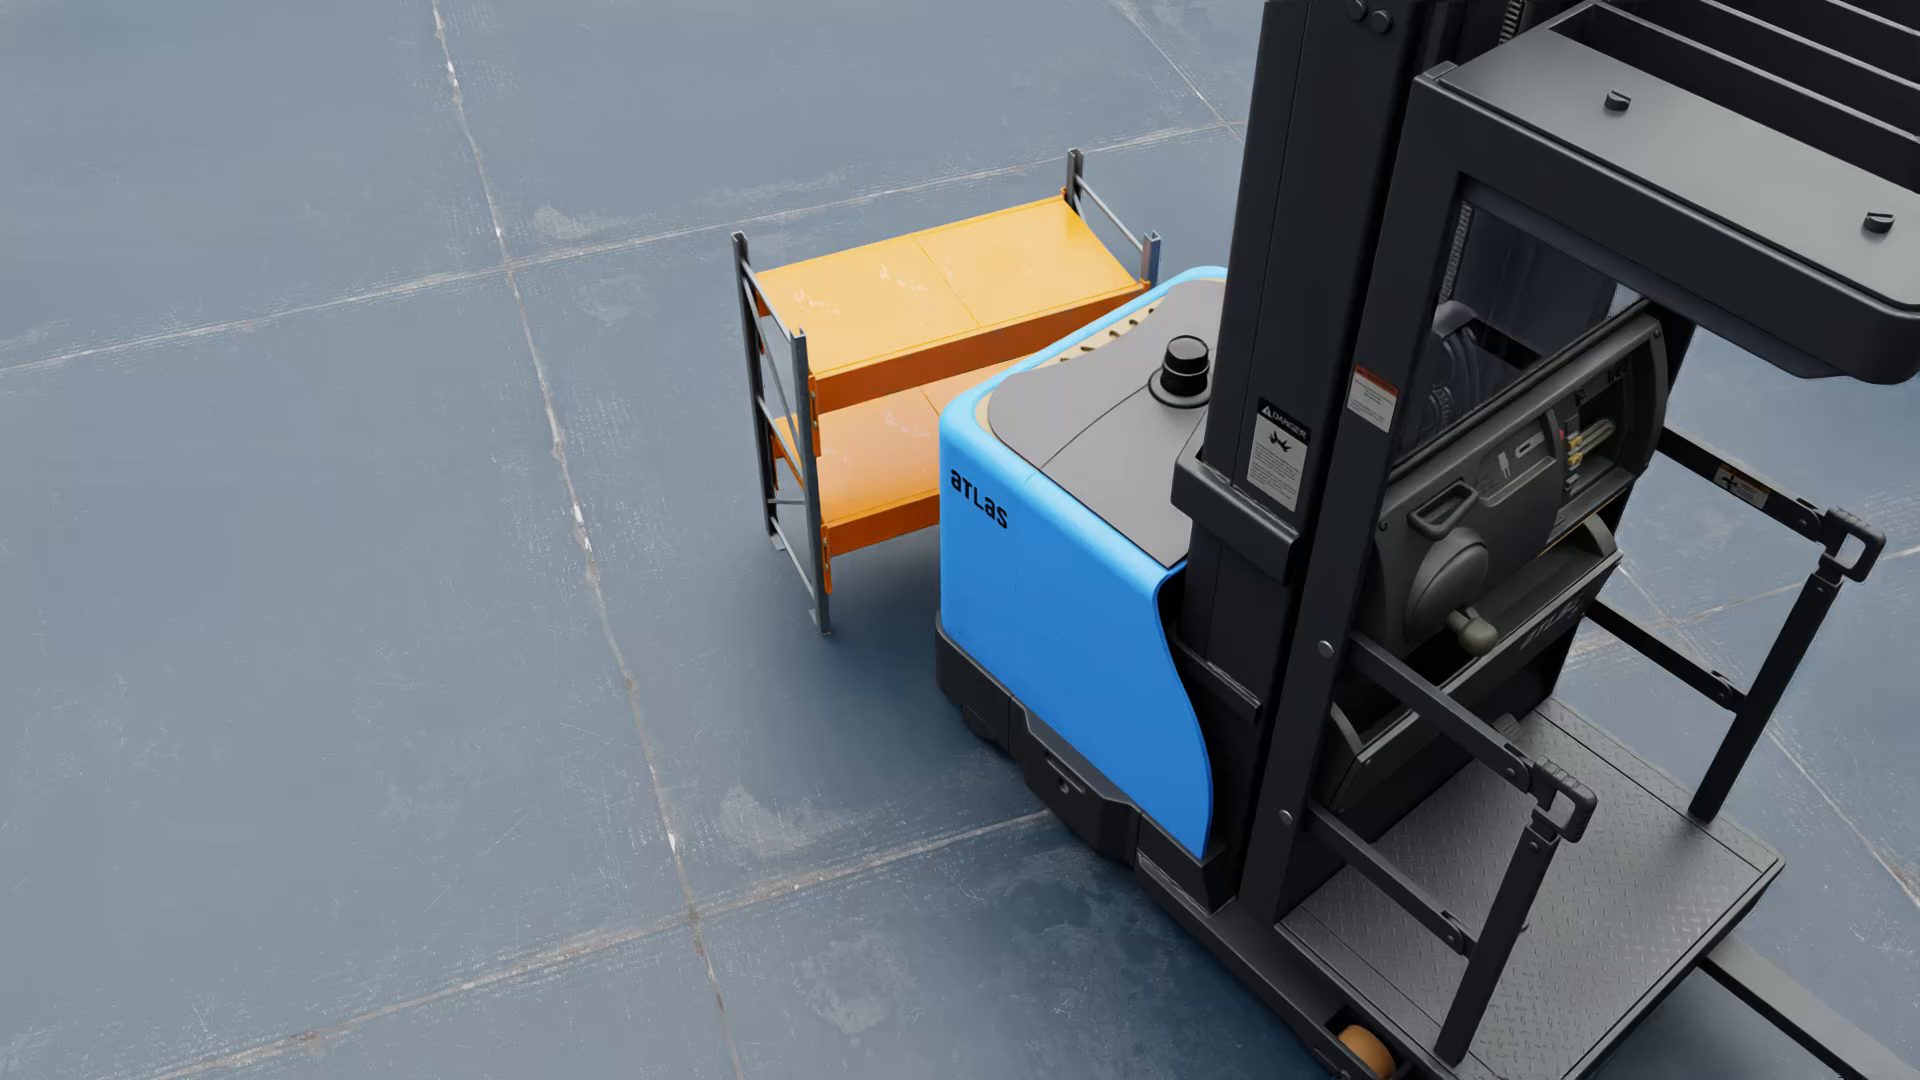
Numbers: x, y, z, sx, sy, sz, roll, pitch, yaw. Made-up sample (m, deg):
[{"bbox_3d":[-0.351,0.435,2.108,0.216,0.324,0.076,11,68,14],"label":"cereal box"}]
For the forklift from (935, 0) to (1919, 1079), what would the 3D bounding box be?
[{"bbox_3d":[1.267,-0.027,3.207,1.130,2.935,3.031,-31,53,-27],"label":"forklift"}]

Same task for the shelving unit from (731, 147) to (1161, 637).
[{"bbox_3d":[-0.038,-0.422,4.876,1.048,1.125,0.538,-18,48,-17],"label":"shelving unit"}]

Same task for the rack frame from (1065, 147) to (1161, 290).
[{"bbox_3d":[0.426,-0.570,5.024,0.032,1.125,0.500,-18,48,-17],"label":"rack frame"}]

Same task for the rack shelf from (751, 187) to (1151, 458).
[{"bbox_3d":[-0.038,-0.629,4.669,1.000,0.278,0.538,-18,48,-17],"label":"rack shelf"}]

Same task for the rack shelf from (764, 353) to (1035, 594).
[{"bbox_3d":[-0.038,-0.249,5.050,1.000,0.278,0.538,-18,48,-17],"label":"rack shelf"}]

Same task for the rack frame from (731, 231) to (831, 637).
[{"bbox_3d":[-0.502,-0.274,4.729,0.032,1.125,0.500,-18,48,-17],"label":"rack frame"}]
